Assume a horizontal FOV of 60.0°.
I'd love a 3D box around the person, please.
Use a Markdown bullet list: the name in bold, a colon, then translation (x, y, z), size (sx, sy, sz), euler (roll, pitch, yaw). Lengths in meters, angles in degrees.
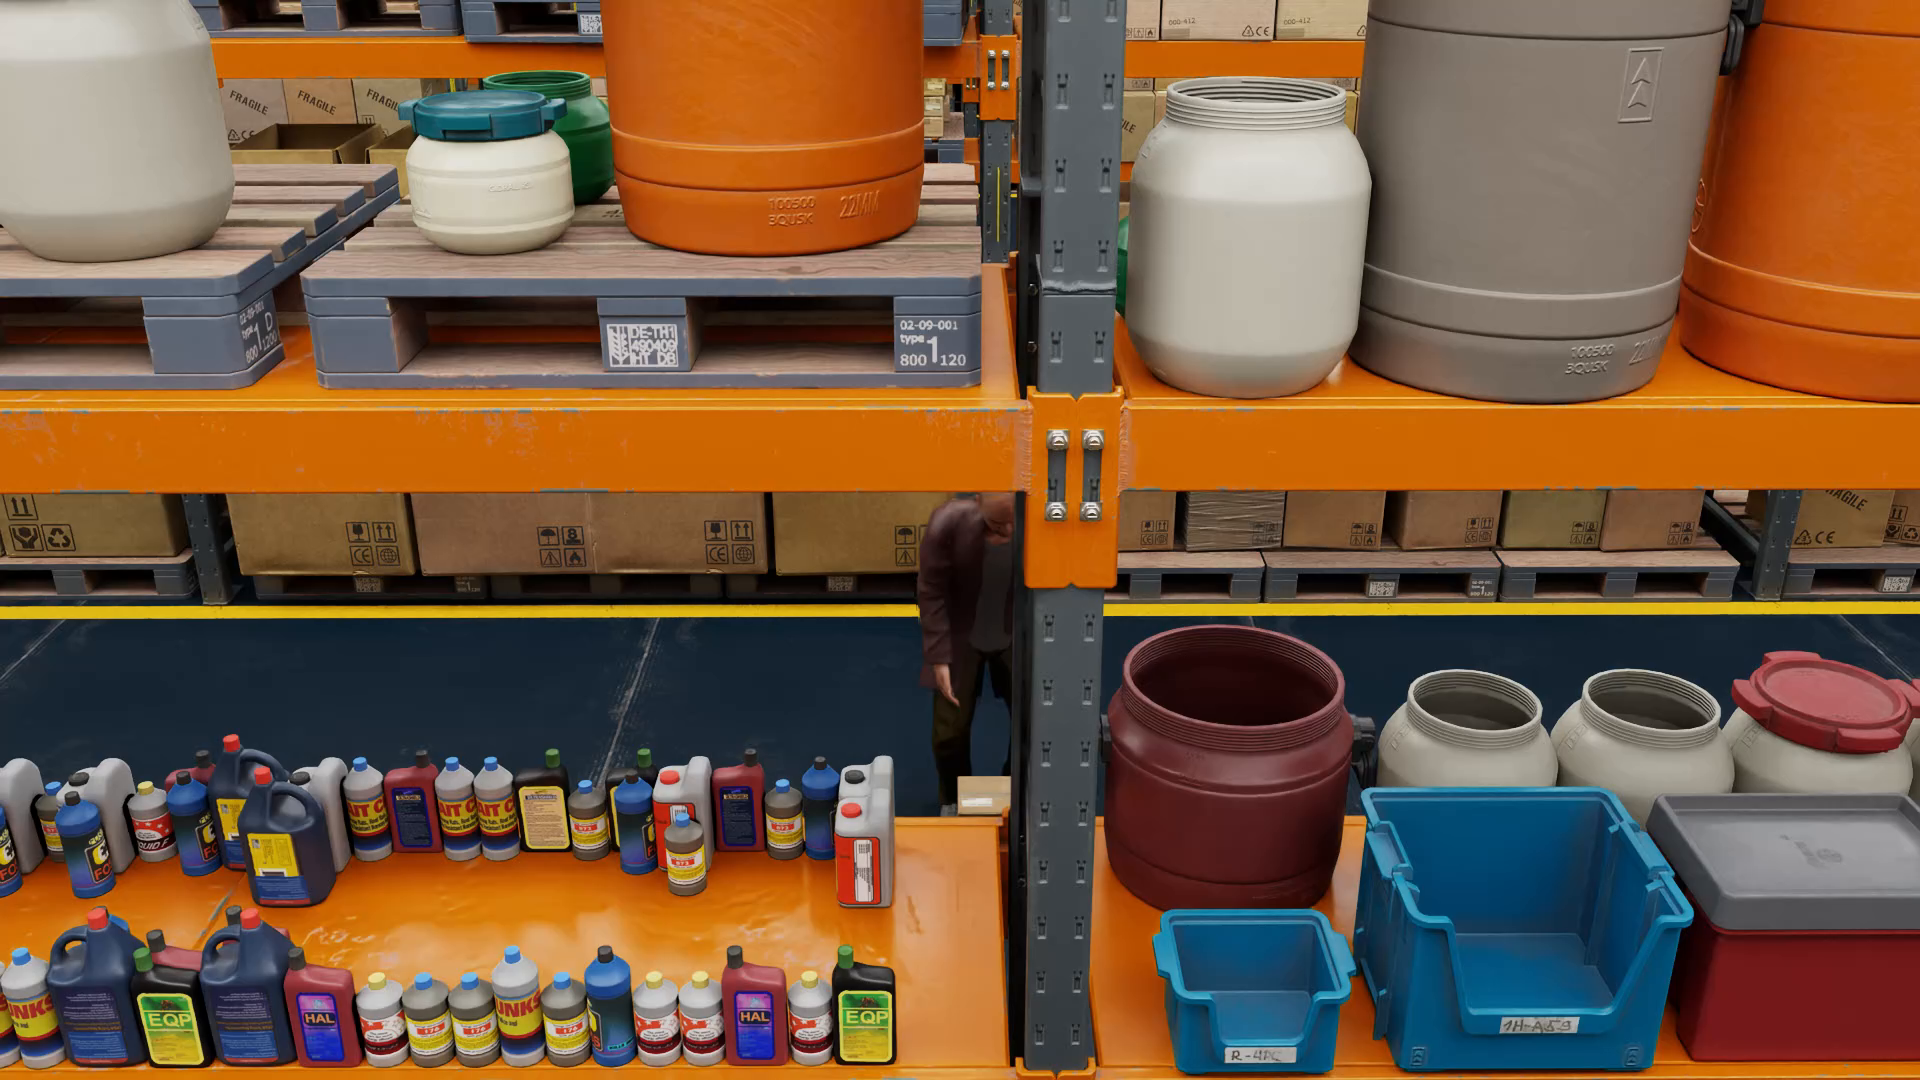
- **person**: translation (0.144, 0.411, 6.404), size (0.620, 1.612, 0.564), euler (0, 24, 0)
